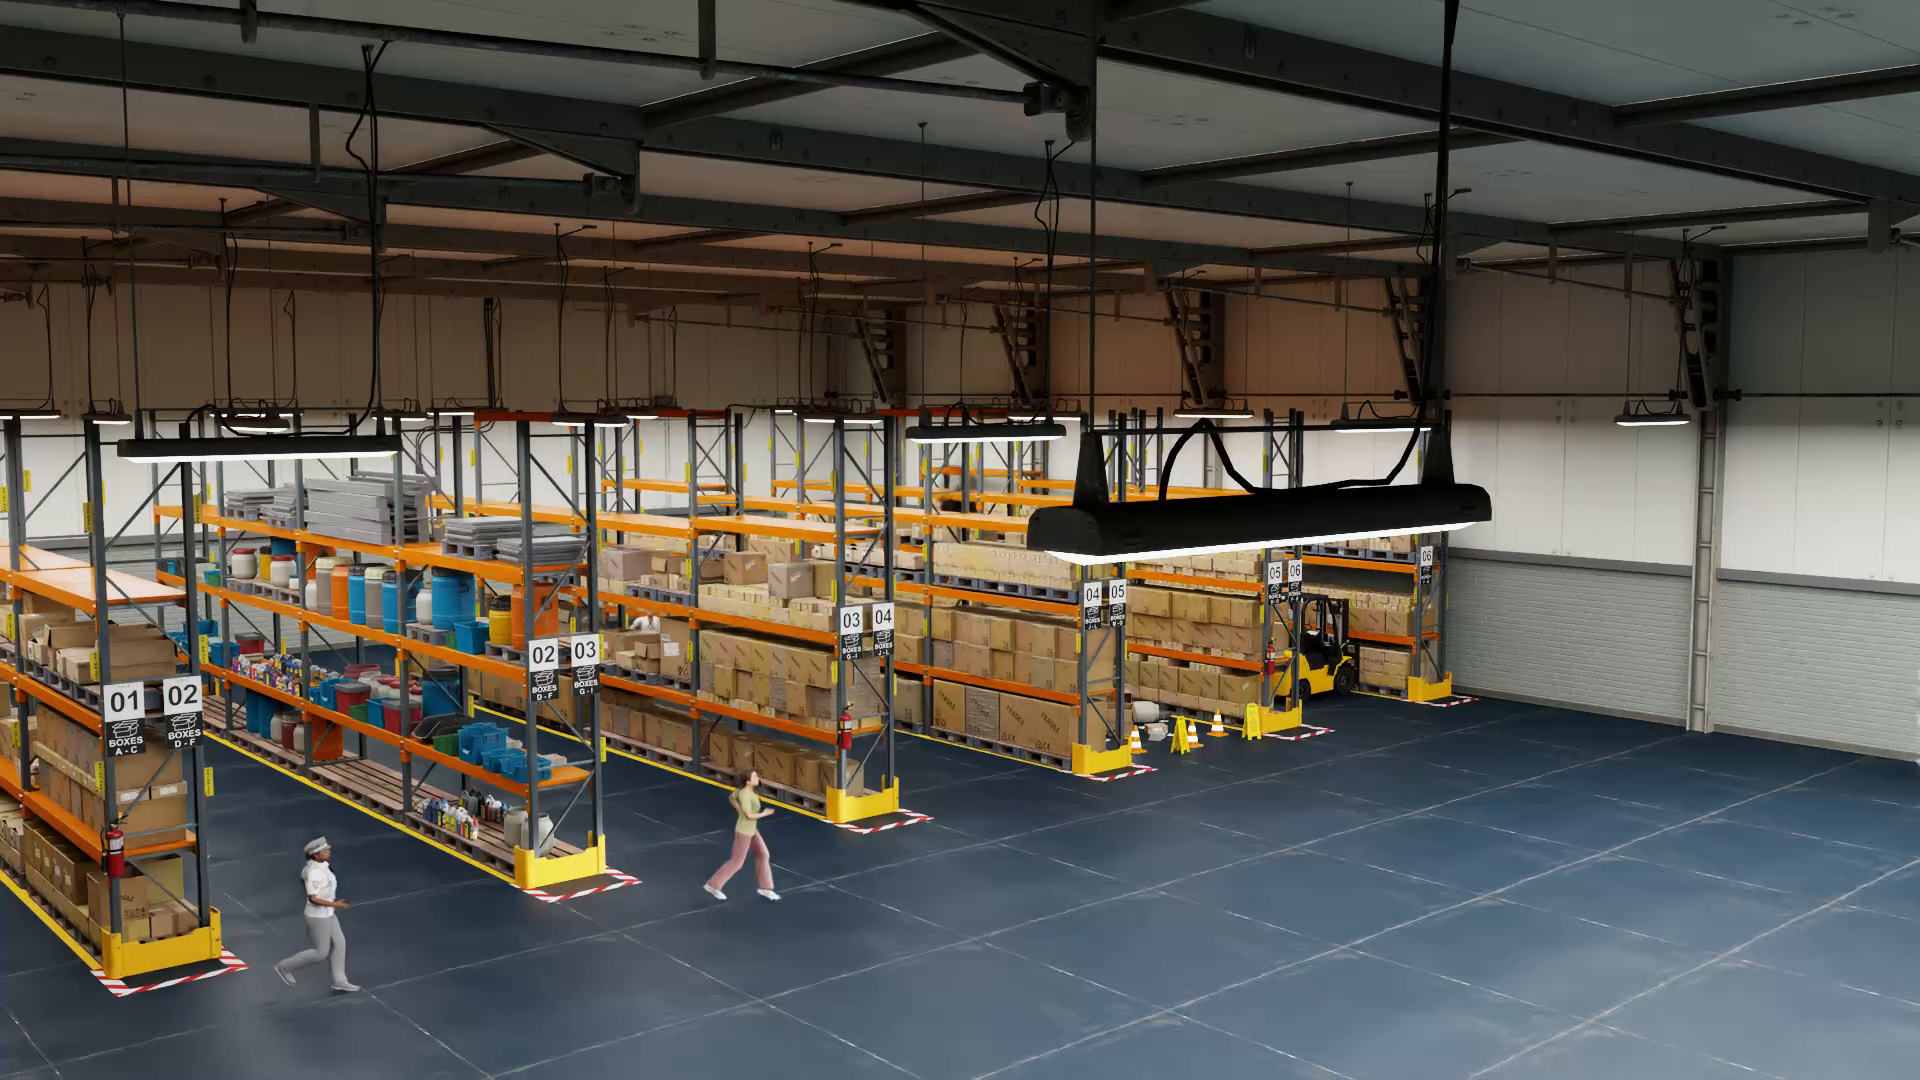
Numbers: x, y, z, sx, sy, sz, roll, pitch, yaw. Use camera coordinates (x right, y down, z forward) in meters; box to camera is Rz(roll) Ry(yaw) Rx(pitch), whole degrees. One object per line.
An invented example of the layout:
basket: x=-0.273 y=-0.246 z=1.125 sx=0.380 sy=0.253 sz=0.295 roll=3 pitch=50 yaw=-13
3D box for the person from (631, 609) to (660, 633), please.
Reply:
person: x=-6.663 y=2.323 z=35.814 sx=0.666 sy=1.842 sz=0.818 roll=-4 pitch=6 yaw=-38

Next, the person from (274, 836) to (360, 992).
person: x=-6.794 y=3.968 z=17.536 sx=0.839 sy=1.708 sz=0.595 roll=-1 pitch=5 yaw=-15

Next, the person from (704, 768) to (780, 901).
person: x=-2.716 y=3.680 z=20.699 sx=0.939 sy=1.704 sz=0.582 roll=0 pitch=5 yaw=-5
